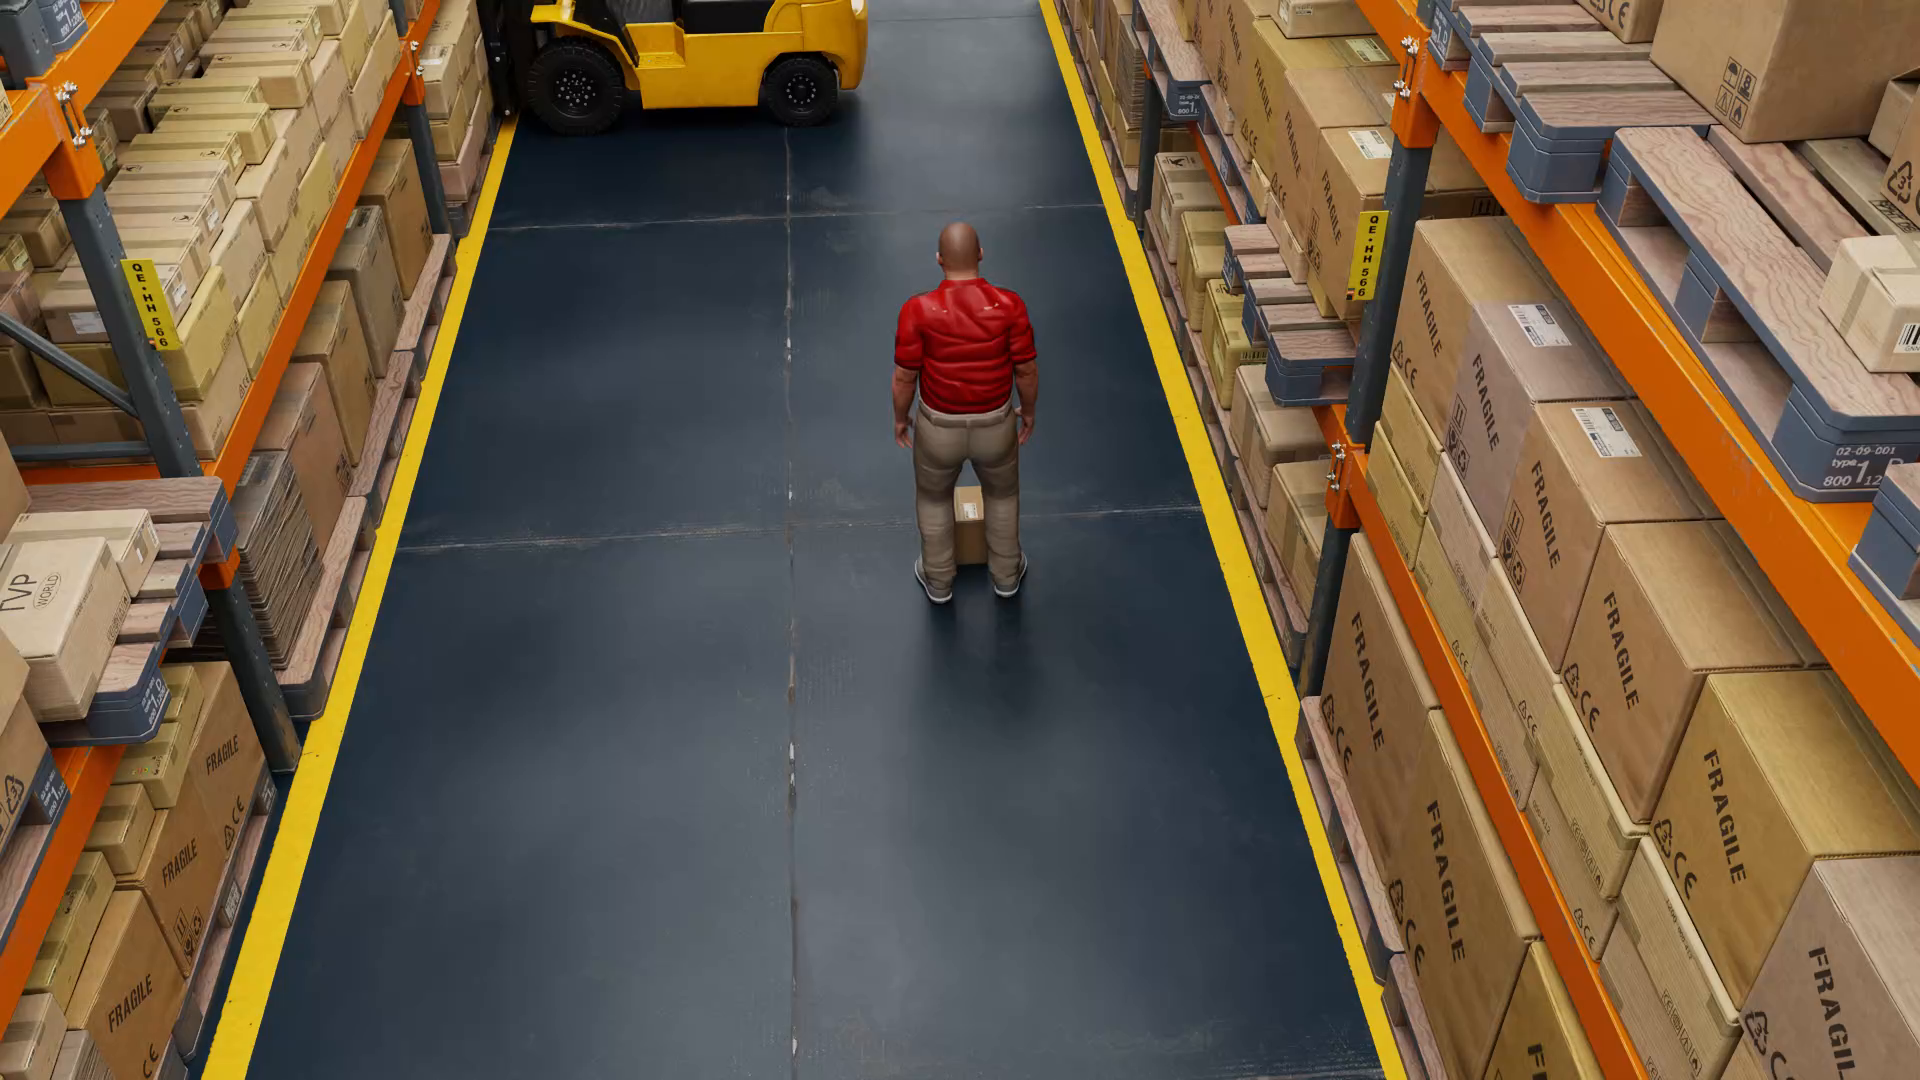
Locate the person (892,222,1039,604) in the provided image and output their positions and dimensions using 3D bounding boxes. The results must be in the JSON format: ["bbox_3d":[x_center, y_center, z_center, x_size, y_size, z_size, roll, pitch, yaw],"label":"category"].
[{"bbox_3d":[0.021,-0.483,6.764,0.586,1.727,0.393,-3,39,-4],"label":"person"}]
